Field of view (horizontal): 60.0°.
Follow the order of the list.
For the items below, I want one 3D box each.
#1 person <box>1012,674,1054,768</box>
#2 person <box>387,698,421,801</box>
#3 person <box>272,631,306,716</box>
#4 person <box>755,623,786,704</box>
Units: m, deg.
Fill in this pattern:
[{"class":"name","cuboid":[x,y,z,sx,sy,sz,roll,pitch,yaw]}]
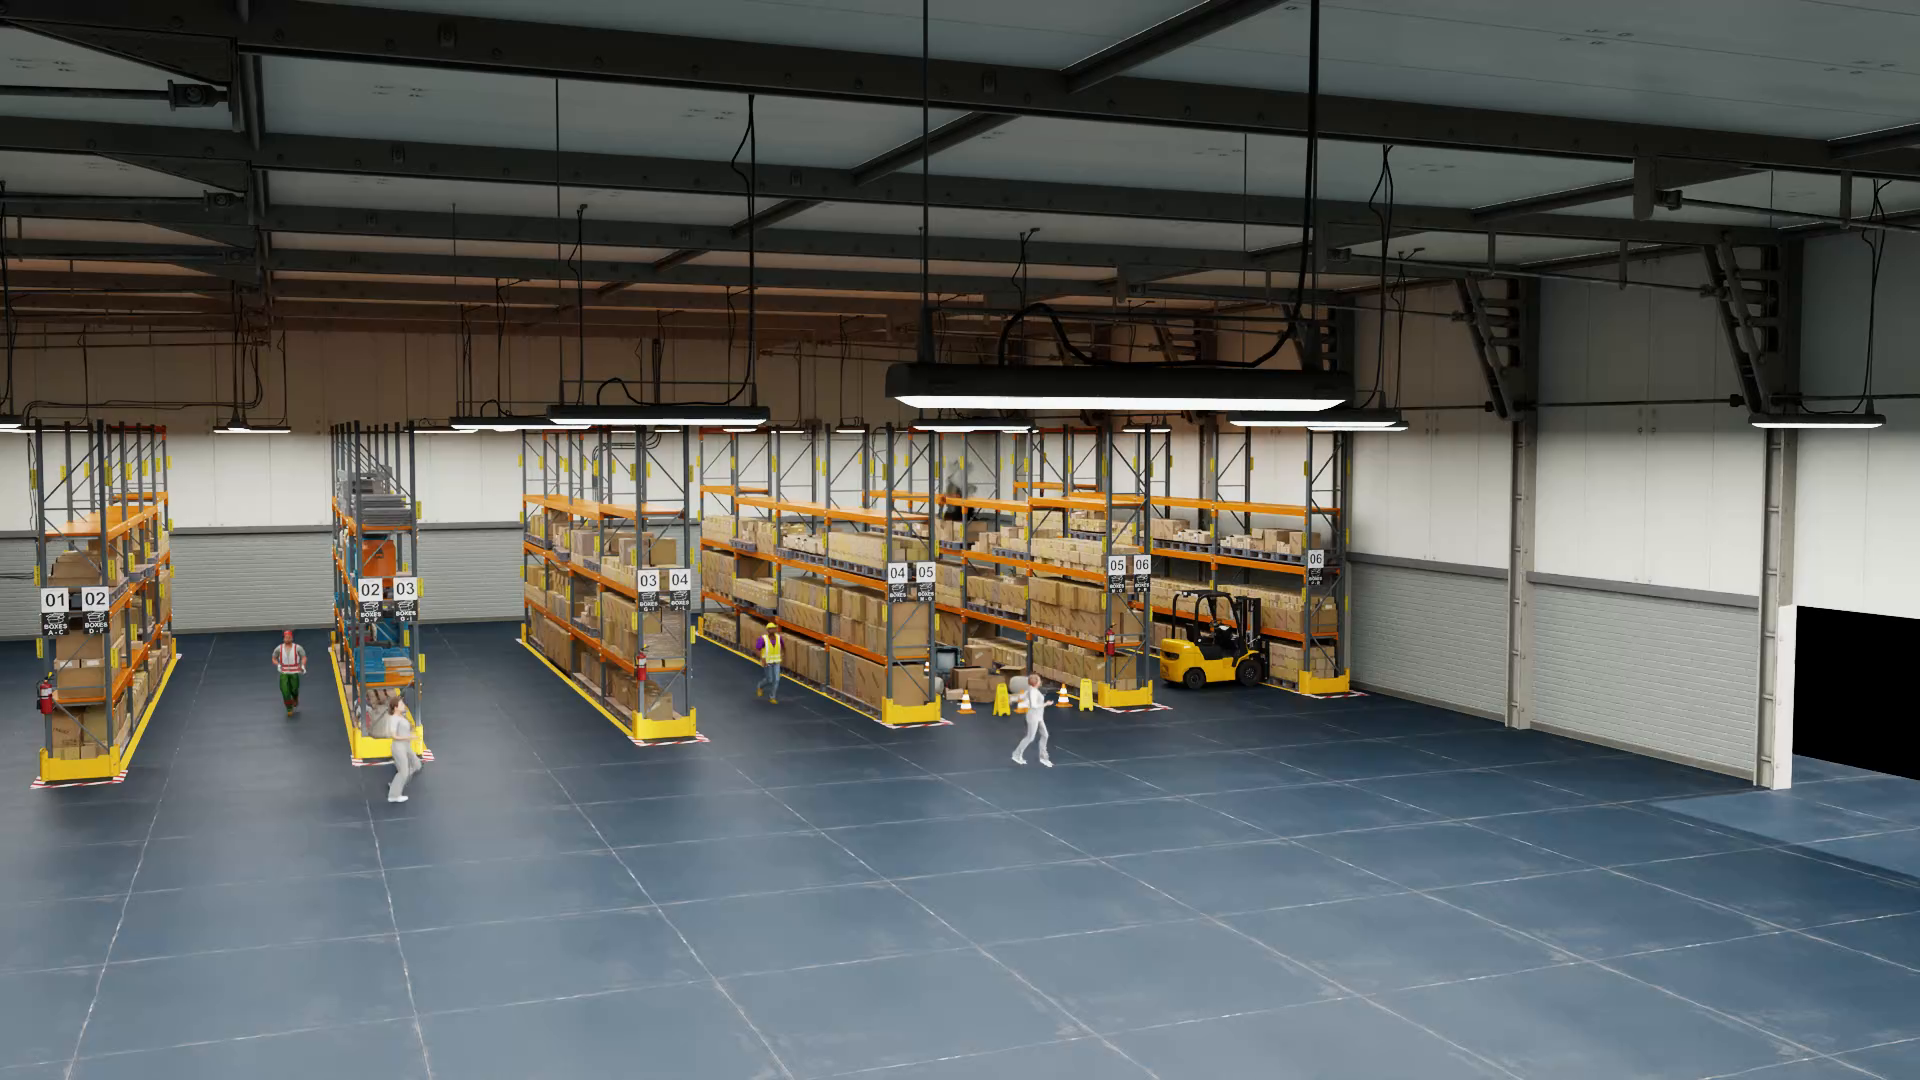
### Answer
[{"class":"person","cuboid":[1.259,3.120,28.669,0.719,1.632,0.524,1,4,10]},{"class":"person","cuboid":[-8.680,3.270,25.994,0.548,1.627,0.554,0,4,-2]},{"class":"person","cuboid":[-13.755,2.728,34.090,0.657,1.742,0.585,-1,4,-18]},{"class":"person","cuboid":[-4.062,2.633,35.751,0.698,1.741,0.662,-2,4,-29]}]
